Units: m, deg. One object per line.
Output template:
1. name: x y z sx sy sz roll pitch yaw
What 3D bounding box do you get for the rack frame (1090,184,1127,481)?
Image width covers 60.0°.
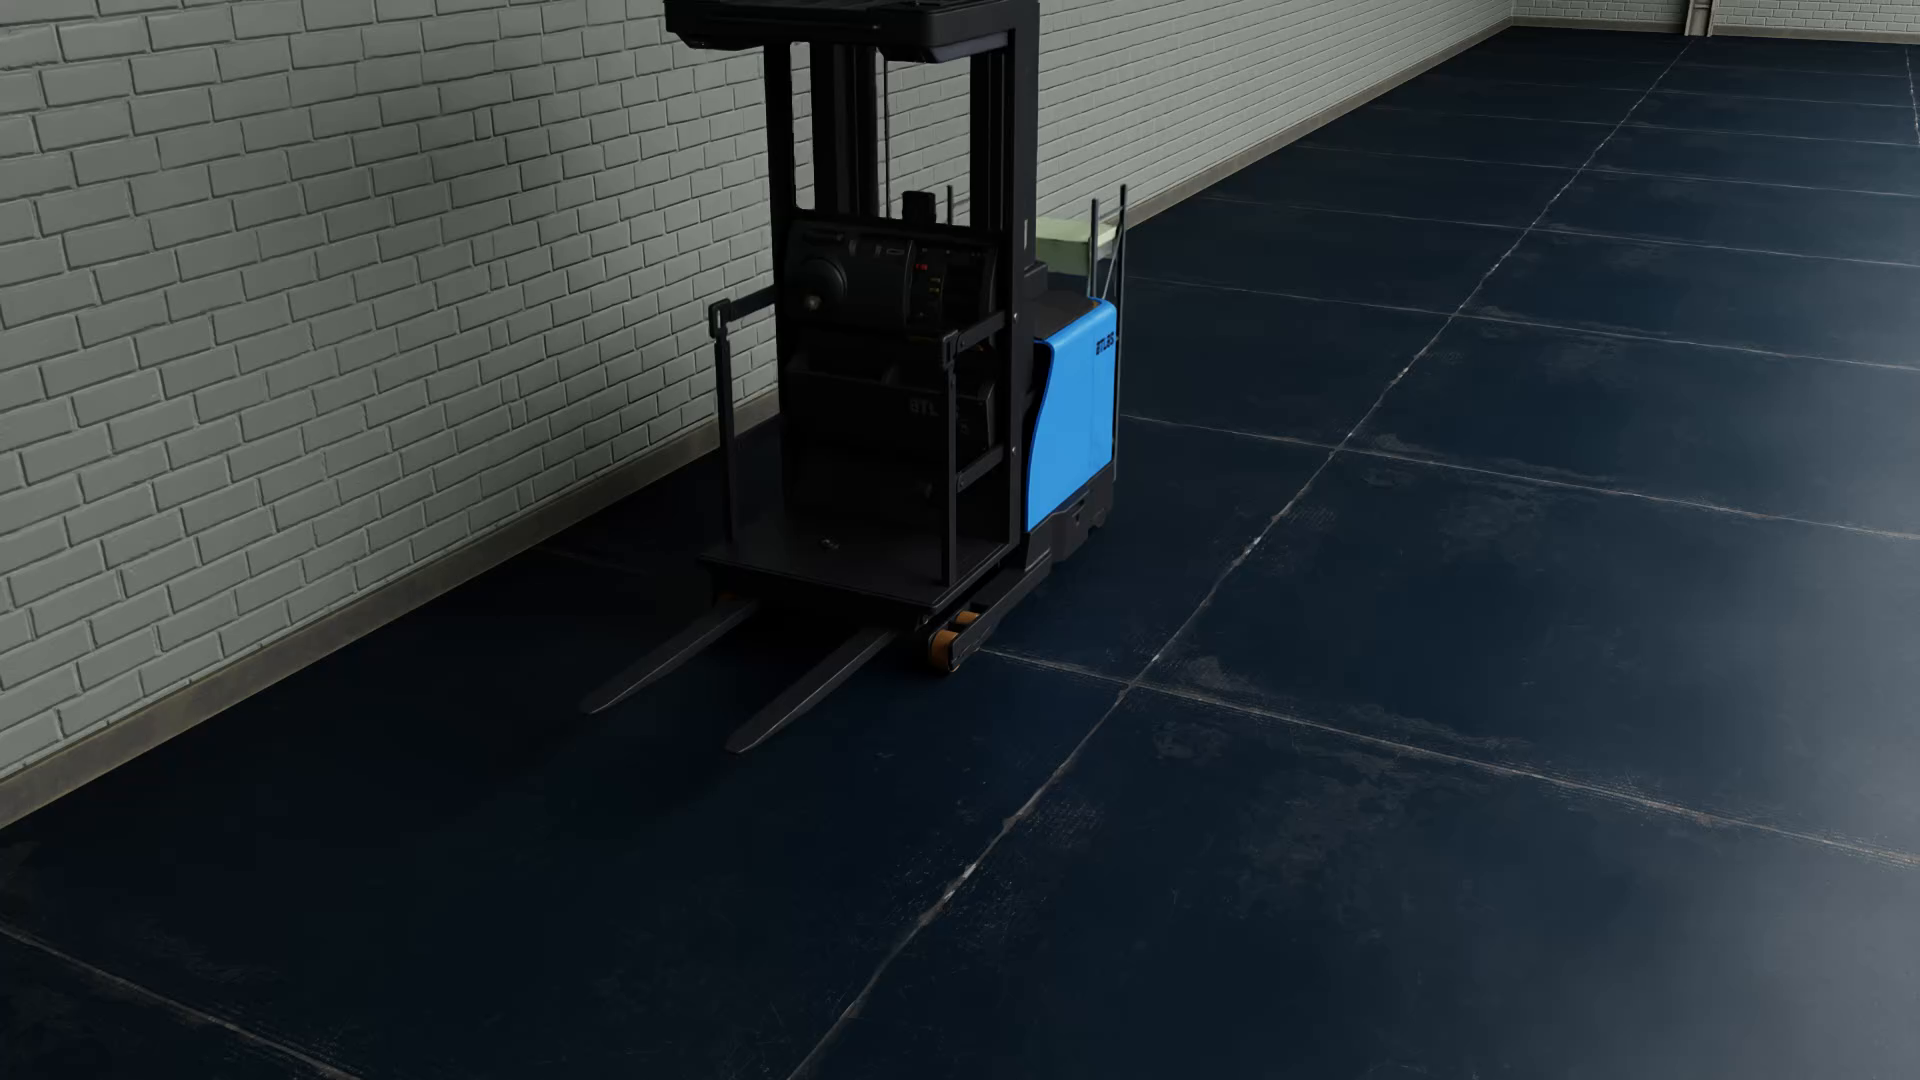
1. rack frame: 0.697 -0.929 8.018 0.023 1.500 0.400 11 25 24

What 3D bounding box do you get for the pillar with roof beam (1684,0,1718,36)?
1. pillar with roof beam: 10.091 -10.875 21.823 0.400 9.000 9.100 11 25 25

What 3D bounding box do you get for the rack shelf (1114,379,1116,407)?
1. rack shelf: 0.368 -0.692 8.294 0.720 0.370 0.431 11 25 24

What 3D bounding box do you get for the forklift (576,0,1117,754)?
1. forklift: -0.372 -1.025 6.415 1.130 2.935 3.031 11 25 24

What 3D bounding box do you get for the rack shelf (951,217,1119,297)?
1. rack shelf: 0.368 -1.351 8.013 0.720 0.370 0.431 11 25 24

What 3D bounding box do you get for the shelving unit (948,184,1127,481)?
1. shelving unit: 0.368 -0.992 8.166 0.755 1.500 0.431 11 25 24

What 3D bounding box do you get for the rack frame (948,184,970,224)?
1. rack frame: 0.039 -1.055 8.314 0.023 1.500 0.400 11 25 24
